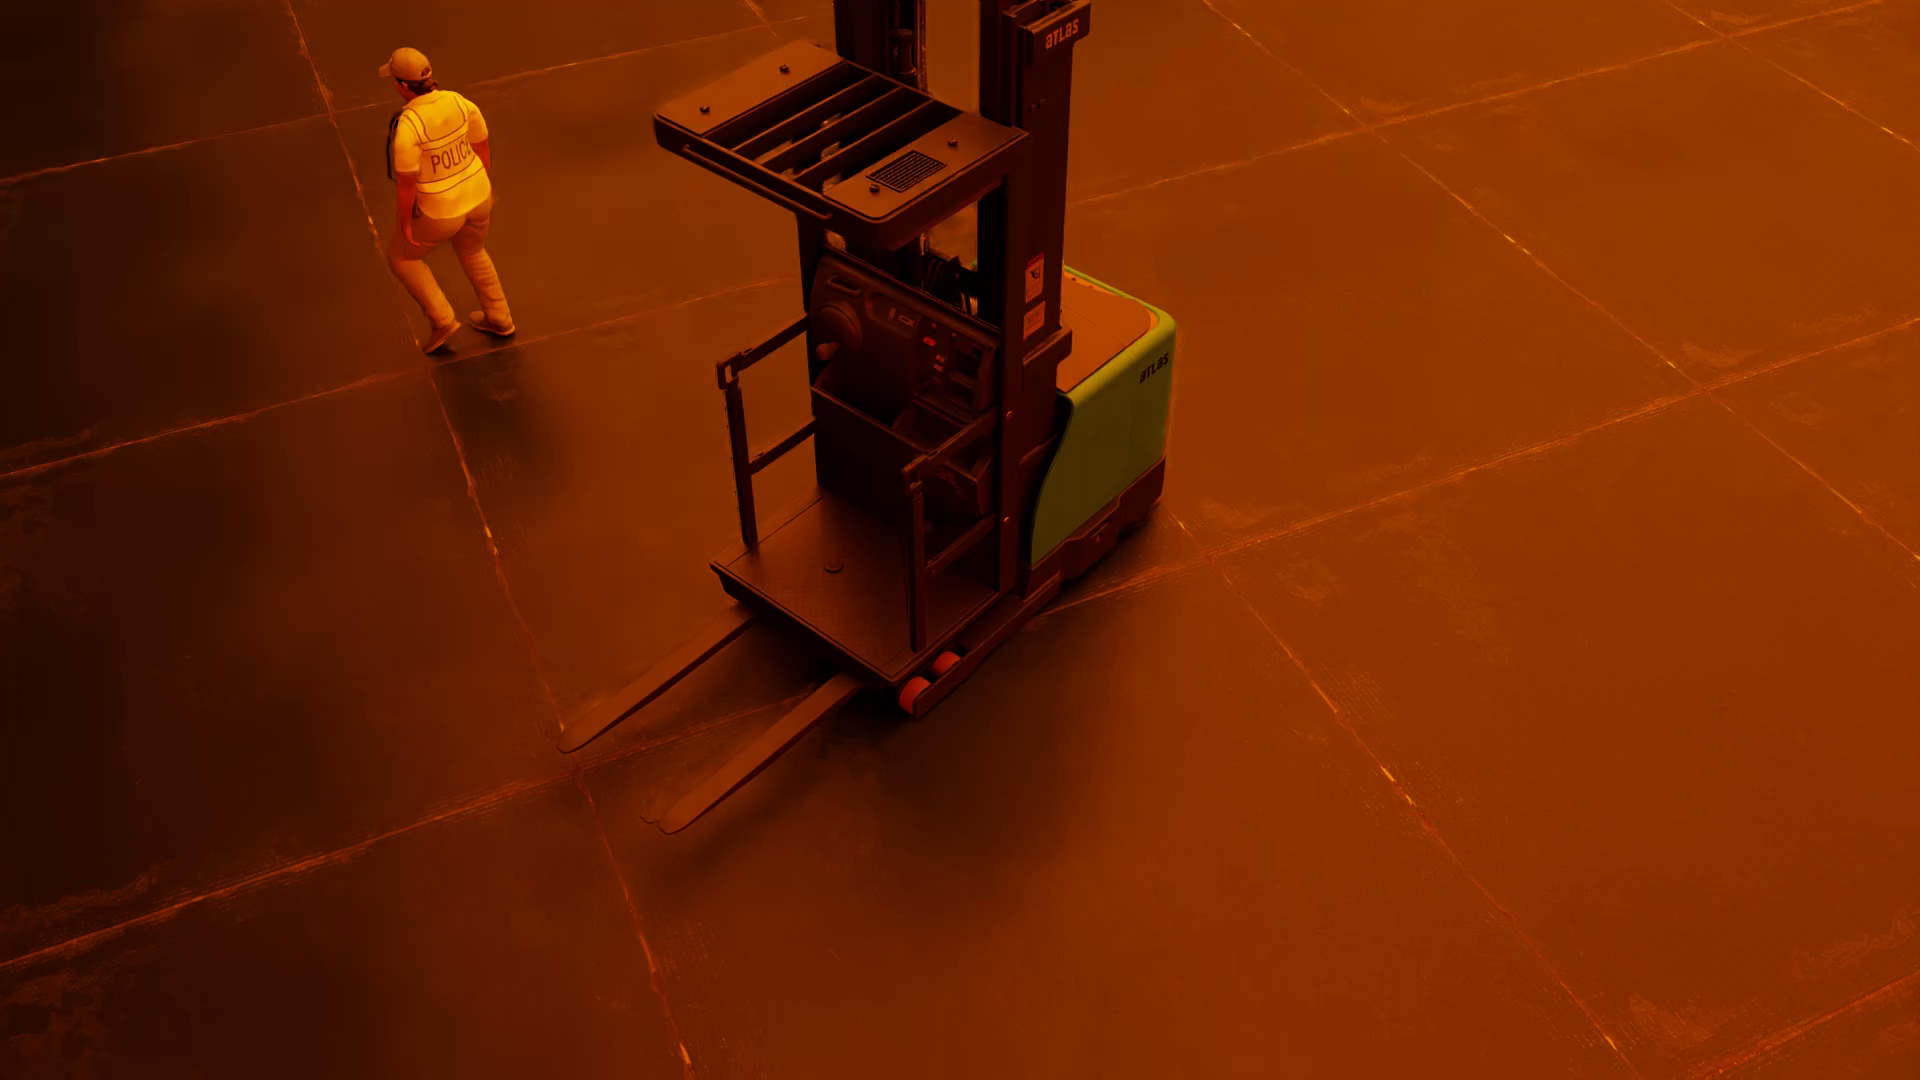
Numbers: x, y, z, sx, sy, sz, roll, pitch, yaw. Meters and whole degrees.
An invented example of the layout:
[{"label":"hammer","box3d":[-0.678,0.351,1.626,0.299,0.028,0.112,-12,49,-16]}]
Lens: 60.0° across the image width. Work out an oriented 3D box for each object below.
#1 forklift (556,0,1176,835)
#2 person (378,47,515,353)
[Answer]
[{"label":"forklift","box3d":[-0.373,-0.721,6.453,1.130,2.935,3.031,30,51,28]},{"label":"person","box3d":[-2.661,-1.727,8.494,0.491,1.670,0.585,23,48,23]}]
